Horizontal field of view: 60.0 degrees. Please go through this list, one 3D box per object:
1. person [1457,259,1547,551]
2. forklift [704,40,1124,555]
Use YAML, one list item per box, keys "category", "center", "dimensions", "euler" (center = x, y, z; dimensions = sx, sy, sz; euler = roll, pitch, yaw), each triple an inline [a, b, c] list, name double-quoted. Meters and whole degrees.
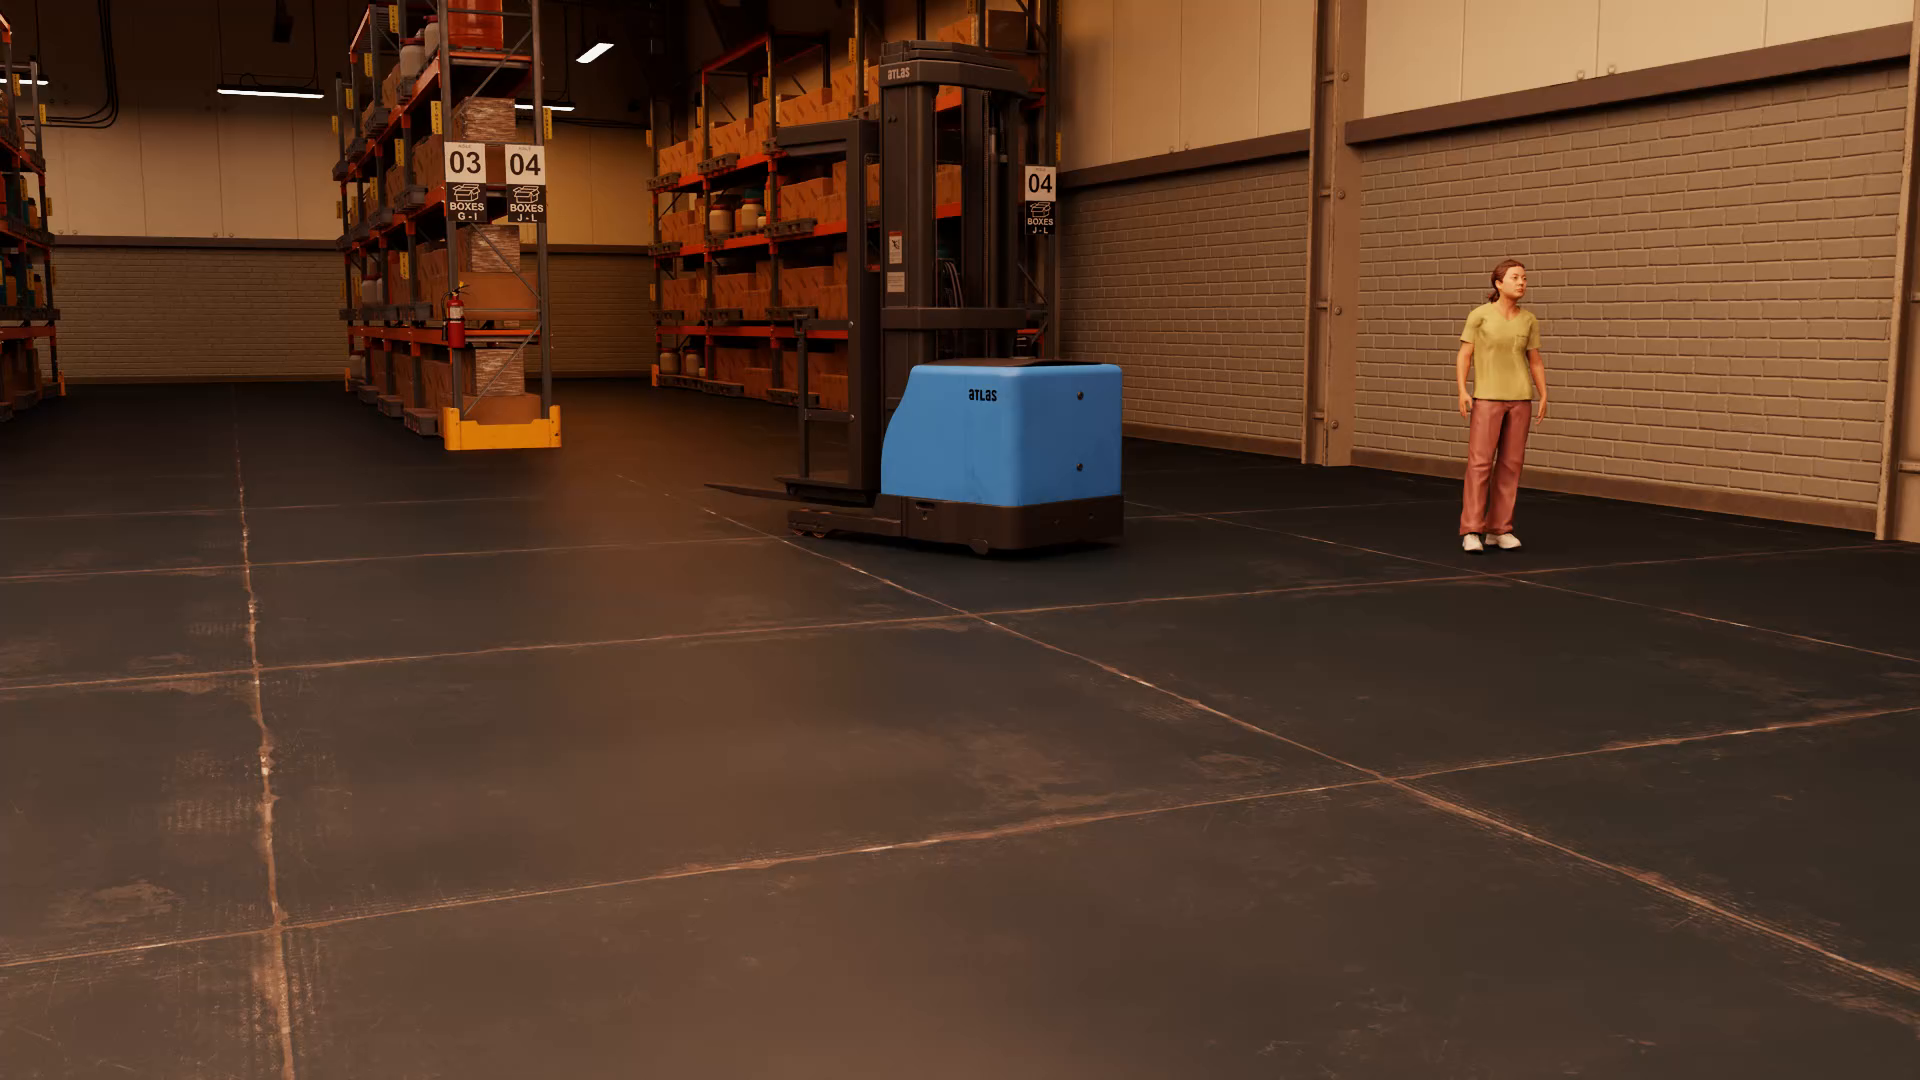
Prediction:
- category: "person"
  center: [3.170, -0.789, 9.666]
  dimensions: [0.551, 1.674, 0.549]
  euler: [-1, 8, -4]
- category: "forklift"
  center: [-0.436, -1.509, 10.383]
  dimensions: [3.031, 2.935, 1.130]
  euler: [7, 10, 44]
